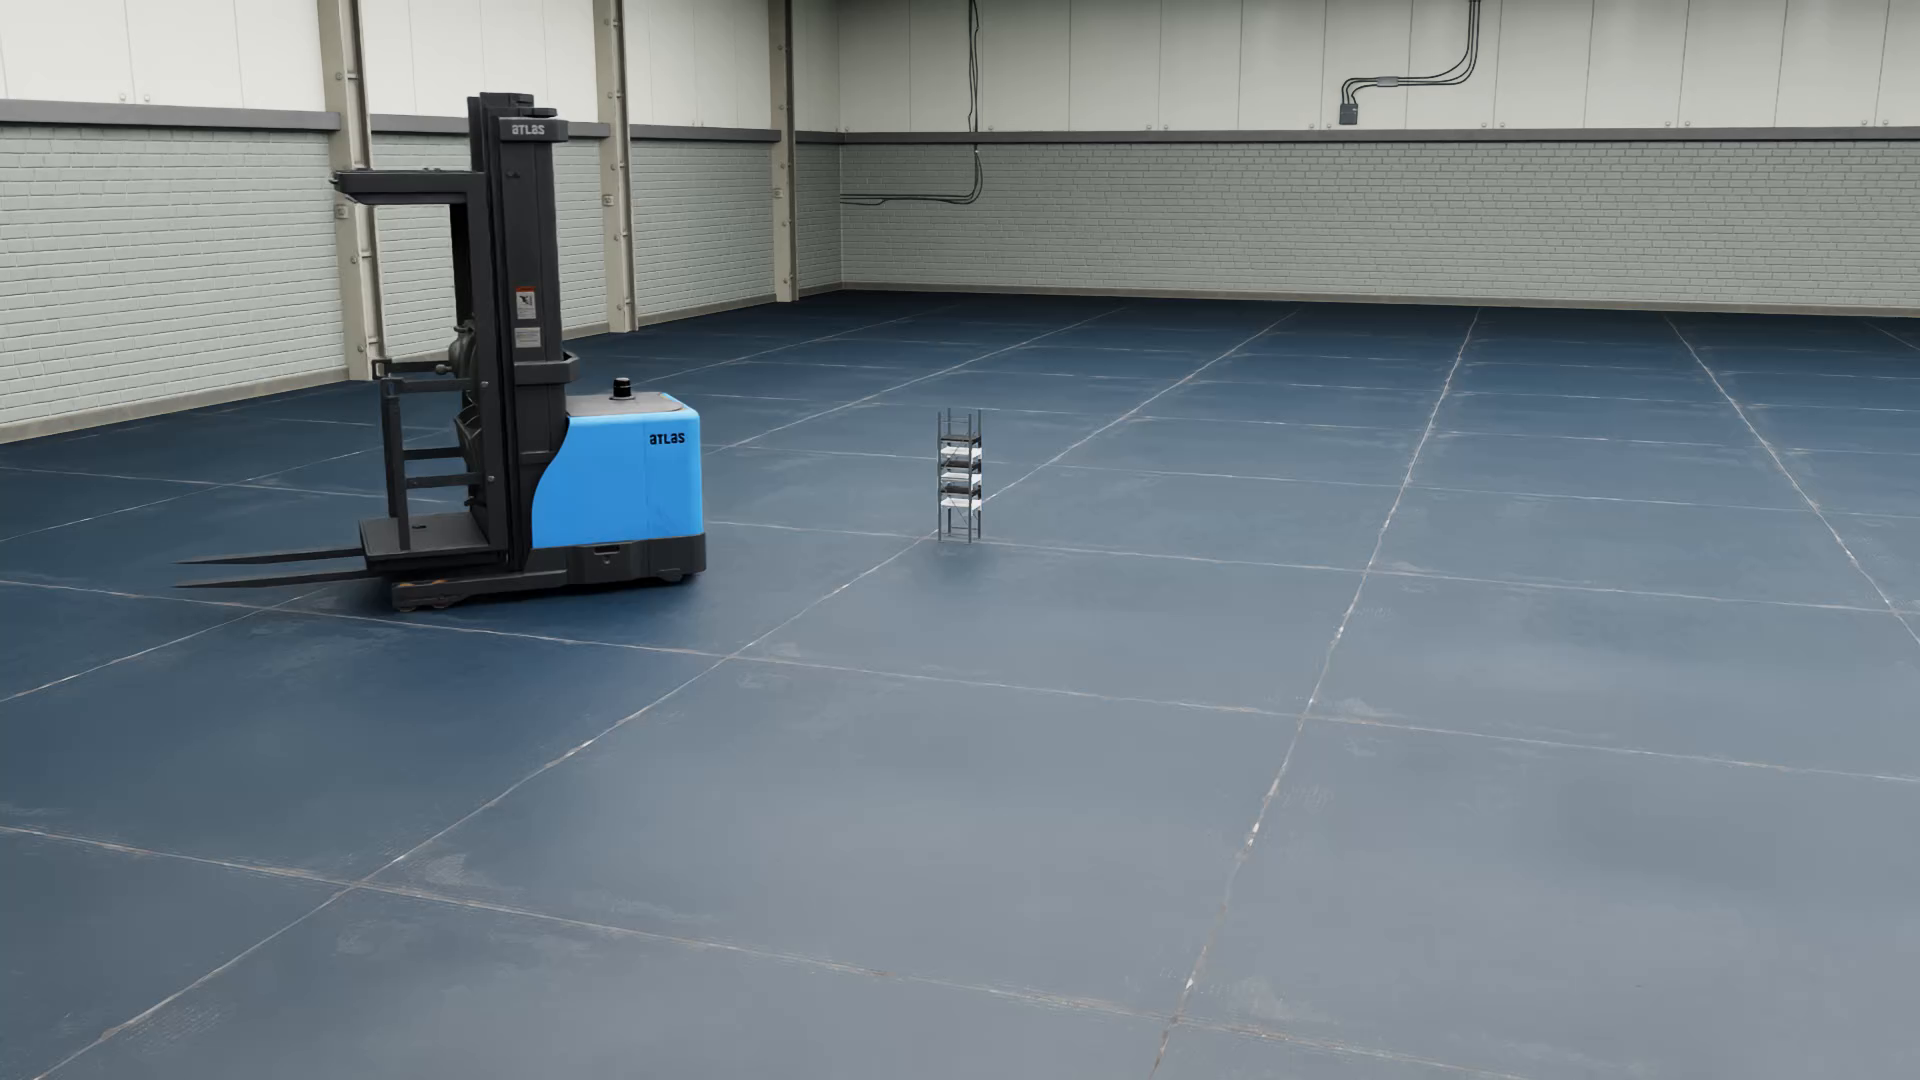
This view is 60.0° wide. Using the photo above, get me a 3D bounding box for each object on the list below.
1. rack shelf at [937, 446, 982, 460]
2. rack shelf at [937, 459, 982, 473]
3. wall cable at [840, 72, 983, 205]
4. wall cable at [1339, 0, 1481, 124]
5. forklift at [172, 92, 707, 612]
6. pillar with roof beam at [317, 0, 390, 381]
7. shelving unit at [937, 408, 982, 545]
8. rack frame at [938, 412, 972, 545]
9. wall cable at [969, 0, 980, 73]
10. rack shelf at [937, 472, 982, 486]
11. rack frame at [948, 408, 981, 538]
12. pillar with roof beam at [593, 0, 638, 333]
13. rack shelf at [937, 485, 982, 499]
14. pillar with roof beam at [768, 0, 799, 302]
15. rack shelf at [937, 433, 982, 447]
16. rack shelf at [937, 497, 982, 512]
[{"bbox_3d":[-0.003,-0.580,11.348,0.258,0.077,0.200,4,14,18],"label":"rack shelf"},{"bbox_3d":[-0.003,-0.492,11.368,0.258,0.077,0.200,4,14,18],"label":"rack shelf"},{"bbox_3d":[-1.032,-7.873,32.736,3.097,2.526,0.112,4,14,18],"label":"wall cable"},{"bbox_3d":[7.946,-10.358,29.003,2.305,6.003,0.169,4,14,18],"label":"wall cable"},{"bbox_3d":[-3.147,-1.144,9.915,3.031,2.935,1.130,-5,14,-21],"label":"forklift"},{"bbox_3d":[-3.045,-6.025,17.662,9.100,9.000,0.400,4,14,18],"label":"pillar with roof beam"},{"bbox_3d":[-0.003,-0.437,11.380,0.258,0.900,0.210,4,14,18],"label":"shelving unit"},{"bbox_3d":[-0.036,-0.416,11.287,0.240,0.900,0.006,4,14,18],"label":"rack frame"},{"bbox_3d":[1.528,-10.140,31.320,3.097,2.526,0.112,4,14,18],"label":"wall cable"},{"bbox_3d":[-0.003,-0.405,11.388,0.258,0.077,0.200,4,14,18],"label":"rack shelf"},{"bbox_3d":[0.030,-0.458,11.474,0.240,0.900,0.006,4,14,18],"label":"rack frame"},{"bbox_3d":[-1.104,-7.288,23.197,9.100,9.000,0.400,4,14,18],"label":"pillar with roof beam"},{"bbox_3d":[-0.003,-0.317,11.408,0.258,0.077,0.200,4,14,18],"label":"rack shelf"},{"bbox_3d":[0.837,-8.552,28.732,9.100,9.000,0.400,4,14,18],"label":"pillar with roof beam"},{"bbox_3d":[-0.003,-0.668,11.328,0.258,0.077,0.200,4,14,18],"label":"rack shelf"},{"bbox_3d":[-0.003,-0.229,11.428,0.258,0.077,0.200,4,14,18],"label":"rack shelf"}]
